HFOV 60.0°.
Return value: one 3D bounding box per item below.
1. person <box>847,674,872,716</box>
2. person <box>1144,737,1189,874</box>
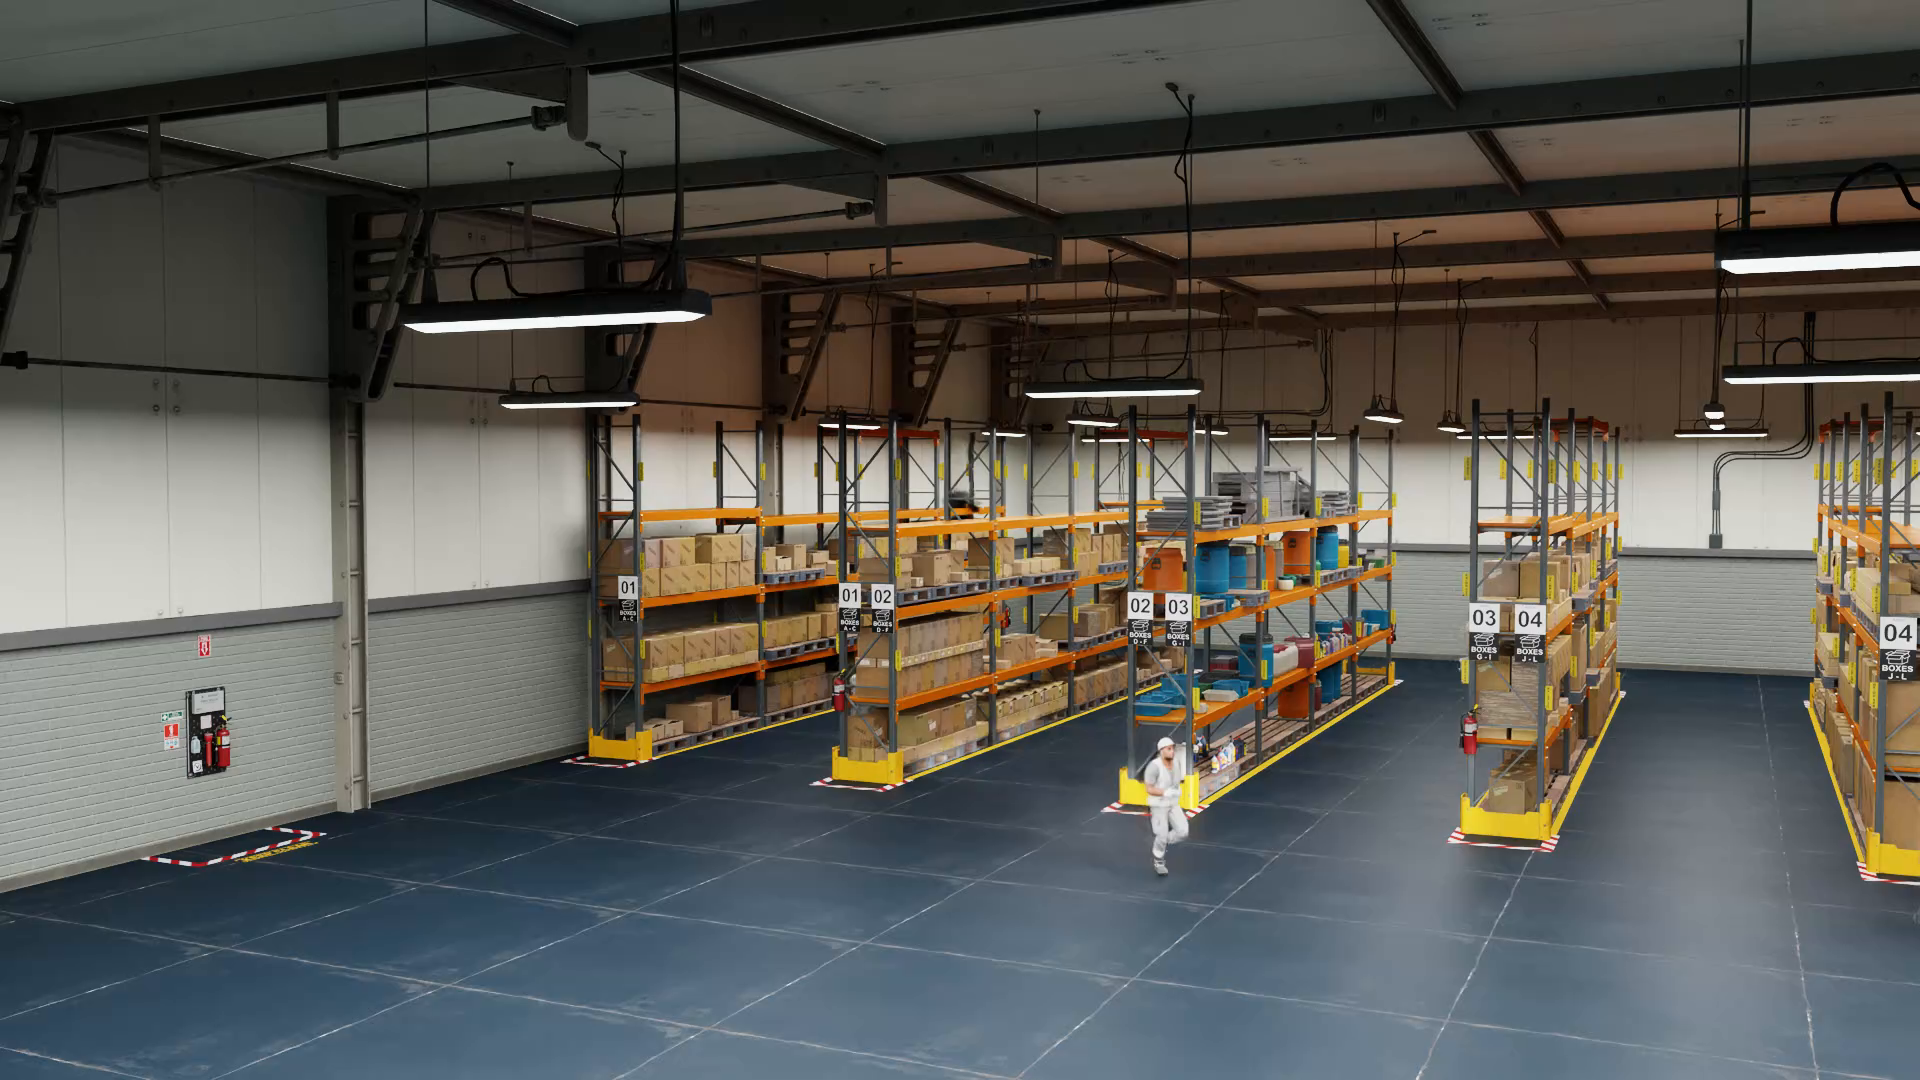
[{"bbox_3d":[-1.779,2.976,29.819,0.611,1.650,0.664,1,2,19],"label":"person"},{"bbox_3d":[2.577,3.285,20.476,0.707,1.726,0.657,-1,3,-32],"label":"person"}]
